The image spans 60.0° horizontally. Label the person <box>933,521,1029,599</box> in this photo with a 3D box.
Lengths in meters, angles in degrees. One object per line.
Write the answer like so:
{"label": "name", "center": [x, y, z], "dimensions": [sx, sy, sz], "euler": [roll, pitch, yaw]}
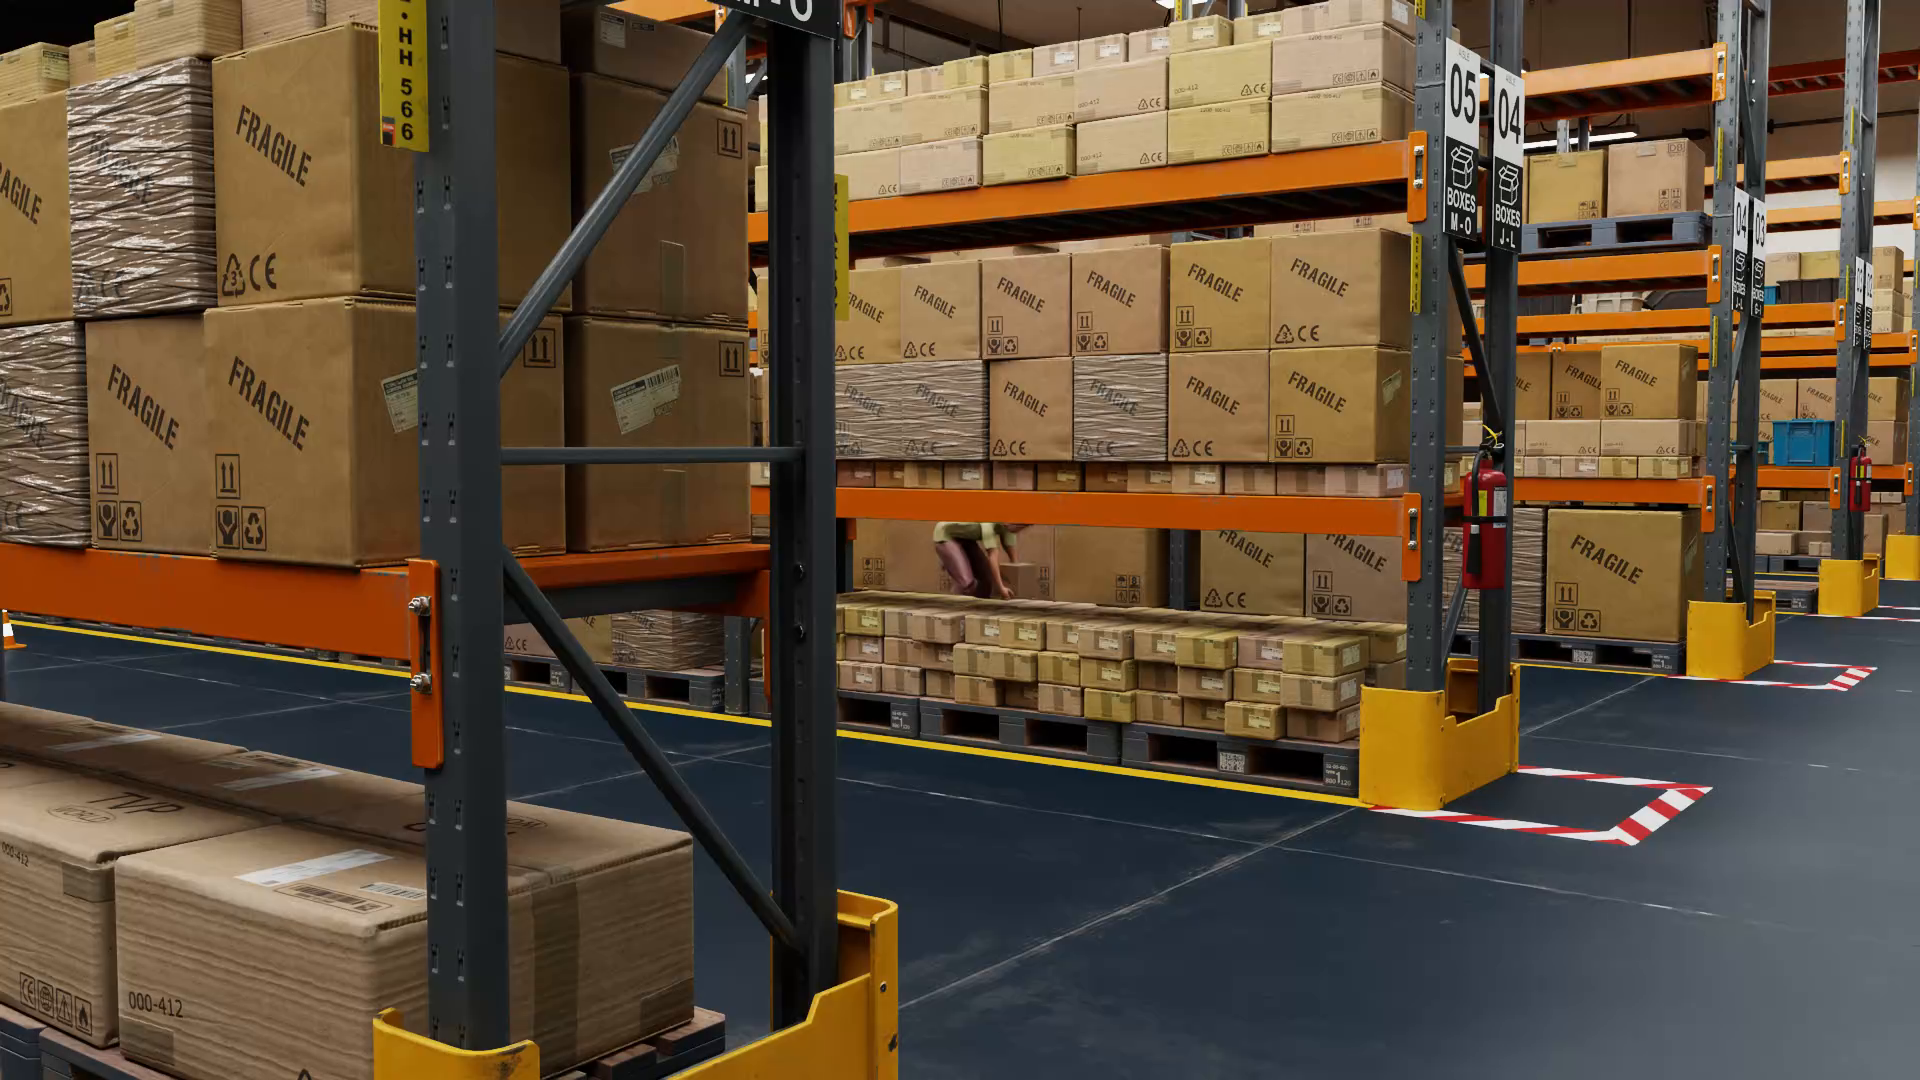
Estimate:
{"label": "person", "center": [0.191, 0.229, 13.035], "dimensions": [0.860, 1.114, 0.451], "euler": [2, 4, 33]}
